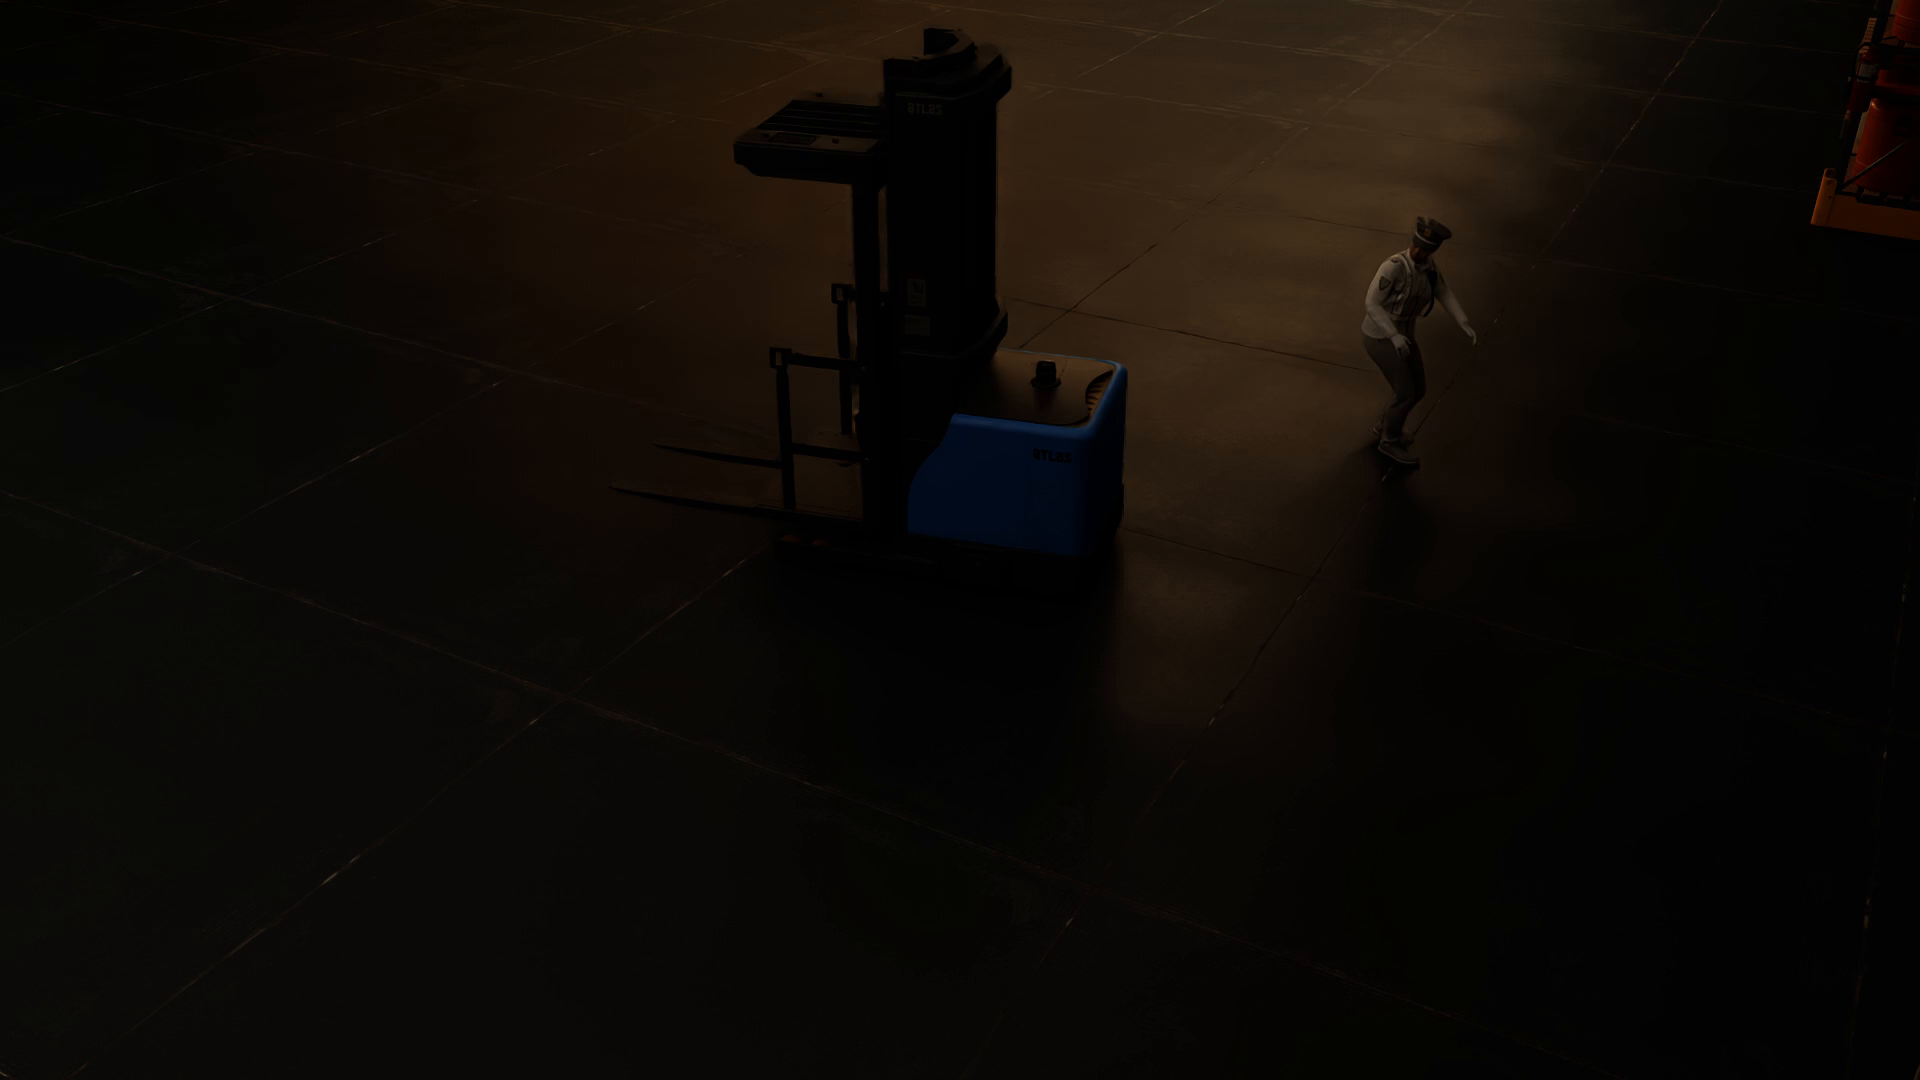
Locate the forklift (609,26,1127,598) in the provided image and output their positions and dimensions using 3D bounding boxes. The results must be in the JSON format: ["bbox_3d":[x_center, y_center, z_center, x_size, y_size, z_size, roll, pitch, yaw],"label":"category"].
[{"bbox_3d":[-0.593,-1.349,9.409,3.031,2.935,1.130,8,31,14],"label":"forklift"}]

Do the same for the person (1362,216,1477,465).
[{"bbox_3d":[2.896,-1.259,10.613,0.624,1.628,0.729,26,39,38],"label":"person"}]
